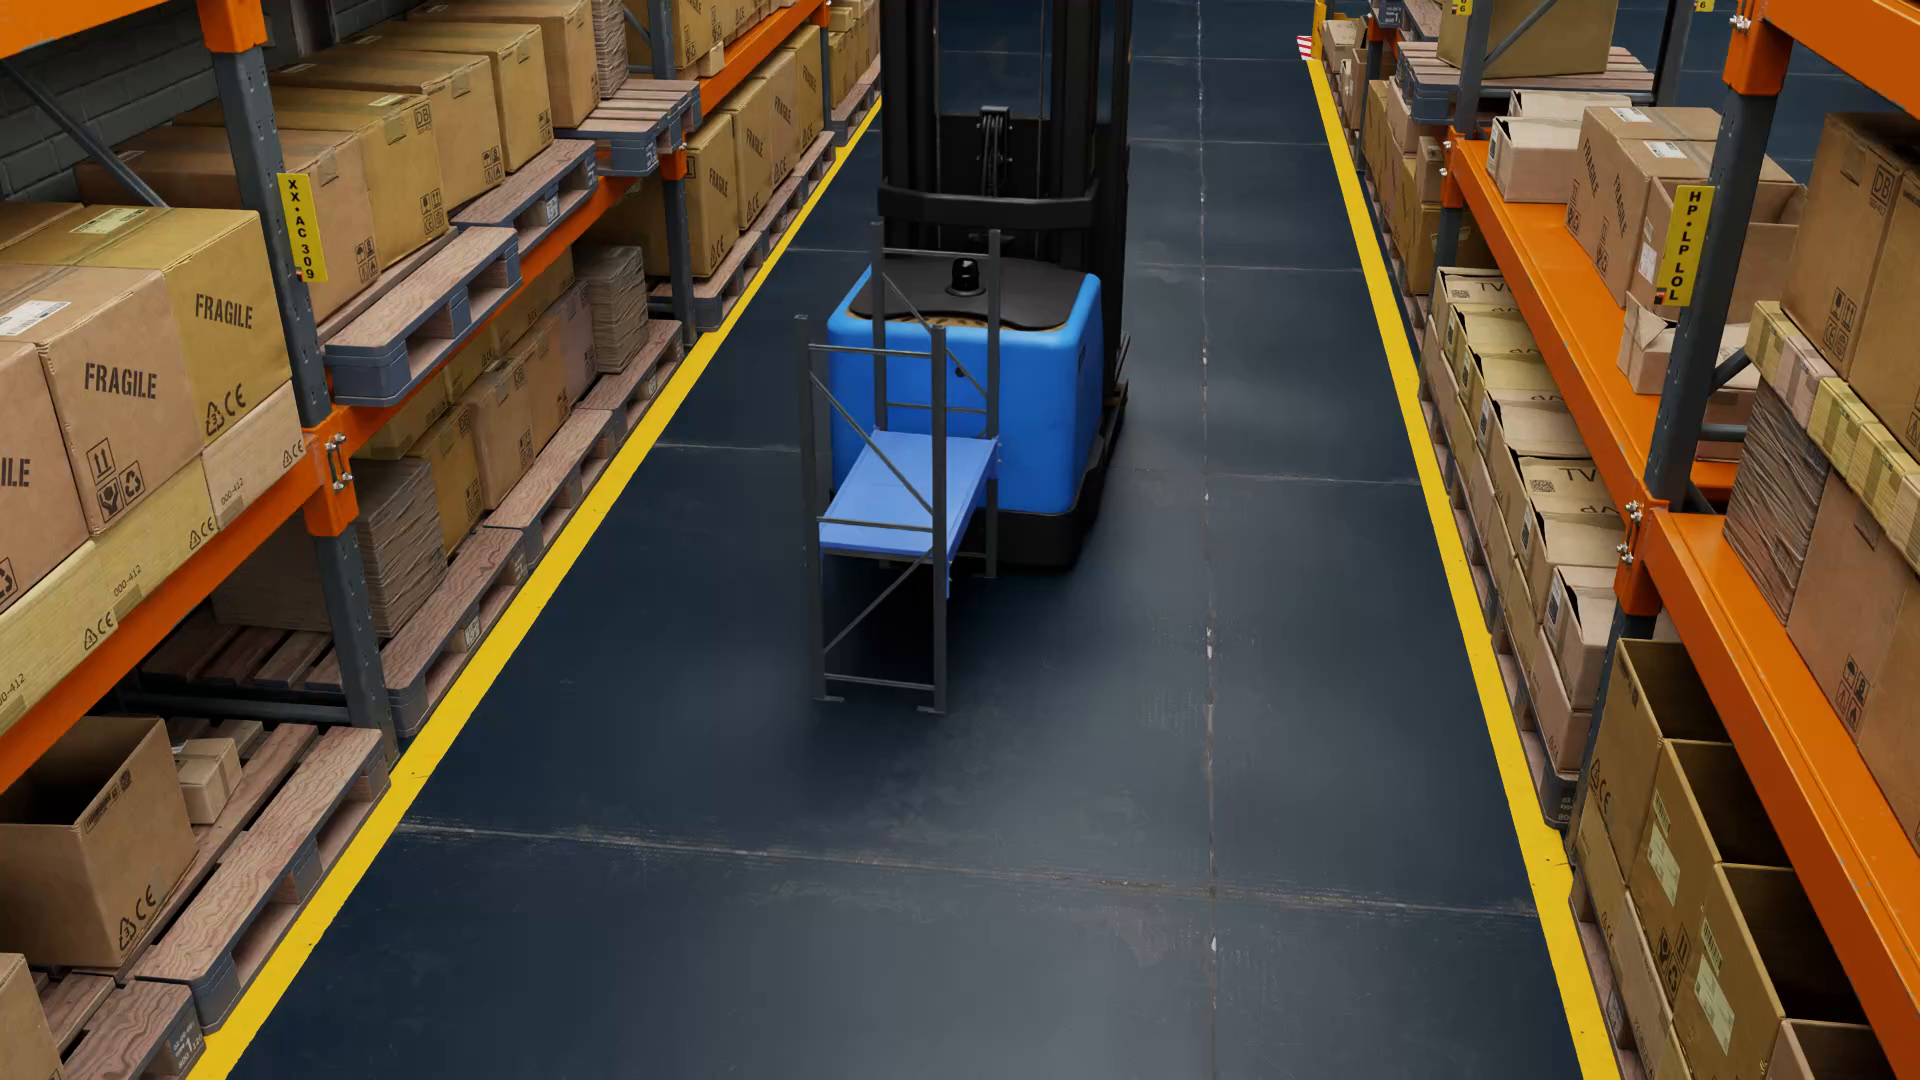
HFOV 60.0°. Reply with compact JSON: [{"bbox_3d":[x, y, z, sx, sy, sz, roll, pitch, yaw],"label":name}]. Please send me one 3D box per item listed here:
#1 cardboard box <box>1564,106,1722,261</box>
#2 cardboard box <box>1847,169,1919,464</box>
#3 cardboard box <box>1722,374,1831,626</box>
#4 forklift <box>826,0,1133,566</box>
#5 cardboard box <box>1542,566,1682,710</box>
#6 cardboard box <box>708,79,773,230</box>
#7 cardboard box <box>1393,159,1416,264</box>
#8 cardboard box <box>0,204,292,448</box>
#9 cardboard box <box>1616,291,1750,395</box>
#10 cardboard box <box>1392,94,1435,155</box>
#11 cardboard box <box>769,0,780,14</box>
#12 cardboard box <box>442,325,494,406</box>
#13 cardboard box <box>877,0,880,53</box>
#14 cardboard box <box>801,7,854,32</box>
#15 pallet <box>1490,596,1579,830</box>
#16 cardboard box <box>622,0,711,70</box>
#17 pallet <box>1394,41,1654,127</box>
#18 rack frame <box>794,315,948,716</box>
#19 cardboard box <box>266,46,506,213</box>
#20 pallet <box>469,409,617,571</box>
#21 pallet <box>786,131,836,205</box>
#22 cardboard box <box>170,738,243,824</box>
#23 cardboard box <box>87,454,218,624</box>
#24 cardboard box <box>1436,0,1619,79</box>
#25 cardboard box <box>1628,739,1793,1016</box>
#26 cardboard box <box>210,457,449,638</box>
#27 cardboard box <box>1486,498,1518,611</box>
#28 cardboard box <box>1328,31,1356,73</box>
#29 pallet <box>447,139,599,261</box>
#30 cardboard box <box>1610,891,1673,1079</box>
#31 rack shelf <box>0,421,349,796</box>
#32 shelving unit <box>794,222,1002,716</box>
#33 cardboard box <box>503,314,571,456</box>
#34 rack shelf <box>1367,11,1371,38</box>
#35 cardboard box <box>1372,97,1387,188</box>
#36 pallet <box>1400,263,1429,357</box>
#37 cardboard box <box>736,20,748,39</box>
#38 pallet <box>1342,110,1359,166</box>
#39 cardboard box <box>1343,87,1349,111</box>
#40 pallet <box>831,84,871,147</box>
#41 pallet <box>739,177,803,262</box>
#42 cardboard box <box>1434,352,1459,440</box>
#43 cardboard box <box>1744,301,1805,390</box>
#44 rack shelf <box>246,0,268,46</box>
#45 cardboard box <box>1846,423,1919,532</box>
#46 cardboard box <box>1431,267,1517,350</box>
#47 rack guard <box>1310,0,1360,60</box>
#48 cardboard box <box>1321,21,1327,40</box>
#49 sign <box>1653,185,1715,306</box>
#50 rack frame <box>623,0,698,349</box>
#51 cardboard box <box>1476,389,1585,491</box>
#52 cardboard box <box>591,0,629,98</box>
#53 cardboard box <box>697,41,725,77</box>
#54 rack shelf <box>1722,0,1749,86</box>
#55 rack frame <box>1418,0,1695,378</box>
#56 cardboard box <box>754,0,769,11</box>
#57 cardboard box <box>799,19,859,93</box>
[{"bbox_3d":[2.752,-1.407,6.594,0.500,0.500,0.500,2,28,3],"label":"cardboard box"},{"bbox_3d":[2.343,-0.439,3.430,0.700,0.500,0.500,3,28,6],"label":"cardboard box"},{"bbox_3d":[2.403,-0.106,4.179,0.700,0.500,0.500,3,28,5],"label":"cardboard box"},{"bbox_3d":[0.242,-1.862,7.615,1.130,2.935,3.031,5,29,10],"label":"forklift"},{"bbox_3d":[2.217,0.300,5.395,0.500,0.311,0.500,3,28,6],"label":"cardboard box"},{"bbox_3d":[-1.641,-2.429,10.420,0.750,0.750,0.750,3,28,6],"label":"cardboard box"},{"bbox_3d":[2.887,-1.945,9.869,0.500,0.500,0.500,2,28,4],"label":"cardboard box"},{"bbox_3d":[-2.216,-0.590,4.529,0.500,0.500,0.500,3,28,6],"label":"cardboard box"},{"bbox_3d":[2.377,-0.637,5.411,0.396,0.266,0.258,3,28,5],"label":"cardboard box"},{"bbox_3d":[2.947,-2.540,10.183,0.500,0.250,0.500,3,28,5],"label":"cardboard box"},{"bbox_3d":[-1.399,-3.567,10.953,0.380,0.149,0.250,3,28,6],"label":"cardboard box"},{"bbox_3d":[-2.281,-0.781,6.918,0.500,0.250,0.500,3,28,5],"label":"cardboard box"},{"bbox_3d":[-1.043,-4.720,15.041,0.700,0.500,0.500,3,28,6],"label":"cardboard box"},{"bbox_3d":[-1.069,-4.190,13.373,0.380,0.149,0.250,4,29,8],"label":"cardboard box"},{"bbox_3d":[2.503,0.607,5.900,1.003,0.211,1.213,3,28,6],"label":"pallet"},{"bbox_3d":[-1.662,-2.838,8.915,0.500,0.500,0.500,4,29,8],"label":"cardboard box"},{"bbox_3d":[2.955,-2.393,8.731,1.213,0.211,1.003,3,28,6],"label":"pallet"},{"bbox_3d":[-0.294,-0.050,5.762,0.500,1.500,0.032,5,29,10],"label":"rack frame"},{"bbox_3d":[-2.244,-1.607,6.501,0.700,0.500,0.500,7,29,13],"label":"cardboard box"},{"bbox_3d":[-2.224,-0.272,7.533,1.003,0.211,1.213,3,28,6],"label":"pallet"},{"bbox_3d":[-1.505,-2.728,12.091,1.003,0.211,1.213,3,28,6],"label":"pallet"},{"bbox_3d":[-2.501,0.750,5.219,0.380,0.166,0.250,0,28,0],"label":"cardboard box"},{"bbox_3d":[-2.292,-0.026,4.272,0.500,0.250,0.500,3,29,6],"label":"cardboard box"},{"bbox_3d":[2.907,-2.686,8.525,0.700,0.500,0.500,-6,29,-11],"label":"cardboard box"},{"bbox_3d":[2.030,0.860,4.157,0.500,0.500,0.500,3,28,6],"label":"cardboard box"},{"bbox_3d":[-2.392,0.002,6.256,0.700,0.500,0.500,4,29,8],"label":"cardboard box"},{"bbox_3d":[2.341,0.063,6.426,0.500,0.250,0.500,4,29,7],"label":"cardboard box"},{"bbox_3d":[3.451,-4.193,14.305,0.500,0.250,0.500,3,28,6],"label":"cardboard box"},{"bbox_3d":[-2.177,-1.422,6.929,1.003,0.211,1.213,3,28,6],"label":"pallet"},{"bbox_3d":[2.027,1.190,4.335,0.500,0.250,0.500,3,28,6],"label":"cardboard box"},{"bbox_3d":[-2.710,0.701,3.545,1.077,0.370,4.000,3,28,6],"label":"rack shelf"},{"bbox_3d":[-0.194,-0.286,6.200,0.538,1.500,1.048,5,29,10],"label":"shelving unit"},{"bbox_3d":[-2.223,-0.720,7.596,0.700,0.500,0.500,3,28,6],"label":"cardboard box"},{"bbox_3d":[3.677,-4.662,13.499,1.077,0.370,4.000,3,28,6],"label":"rack shelf"},{"bbox_3d":[3.076,-2.665,11.206,0.500,0.500,0.500,4,29,7],"label":"cardboard box"},{"bbox_3d":[3.071,-1.276,9.396,1.003,0.211,1.213,3,28,6],"label":"pallet"},{"bbox_3d":[-1.528,-3.203,10.276,0.380,0.149,0.250,4,29,6],"label":"cardboard box"},{"bbox_3d":[3.517,-3.133,12.842,1.003,0.211,1.213,3,28,6],"label":"pallet"},{"bbox_3d":[3.206,-3.440,13.015,0.380,0.149,0.250,3,28,6],"label":"cardboard box"},{"bbox_3d":[-1.314,-3.449,13.429,1.003,0.211,1.213,3,28,6],"label":"pallet"},{"bbox_3d":[-1.652,-2.152,11.022,1.003,0.211,1.213,3,28,6],"label":"pallet"},{"bbox_3d":[2.525,-0.662,7.773,0.500,0.250,0.500,3,28,5],"label":"cardboard box"},{"bbox_3d":[2.226,-0.486,4.200,0.380,0.149,0.250,3,28,6],"label":"cardboard box"},{"bbox_3d":[-2.220,-2.503,6.329,1.077,0.370,4.000,3,28,6],"label":"rack shelf"},{"bbox_3d":[2.135,-0.122,3.525,0.380,0.149,0.250,3,28,6],"label":"cardboard box"},{"bbox_3d":[2.586,-1.146,8.080,0.500,0.311,0.500,4,29,8],"label":"cardboard box"},{"bbox_3d":[3.912,-4.784,15.602,1.175,0.500,0.348,3,28,6],"label":"rack guard"},{"bbox_3d":[3.529,-4.681,15.319,0.380,0.149,0.250,3,28,6],"label":"cardboard box"},{"bbox_3d":[1.912,-0.773,4.385,0.100,0.325,0.005,3,28,6],"label":"sign"},{"bbox_3d":[-1.975,-2.440,8.617,1.000,3.000,0.127,3,28,6],"label":"rack frame"},{"bbox_3d":[2.403,-0.416,6.725,0.500,0.311,0.500,3,28,6],"label":"cardboard box"},{"bbox_3d":[-2.023,-2.456,8.077,0.700,0.500,0.500,0,28,0],"label":"cardboard box"},{"bbox_3d":[-1.549,-2.718,9.377,0.380,0.149,0.250,4,29,8],"label":"cardboard box"},{"bbox_3d":[2.697,-2.217,5.798,1.077,0.370,4.000,3,28,6],"label":"rack shelf"},{"bbox_3d":[2.942,-2.154,8.086,1.000,3.000,0.127,3,28,6],"label":"rack frame"},{"bbox_3d":[-1.470,-3.563,10.261,0.500,0.500,0.500,4,29,8],"label":"cardboard box"},{"bbox_3d":[-1.227,-3.990,13.686,0.700,0.500,0.500,3,28,6],"label":"cardboard box"}]
